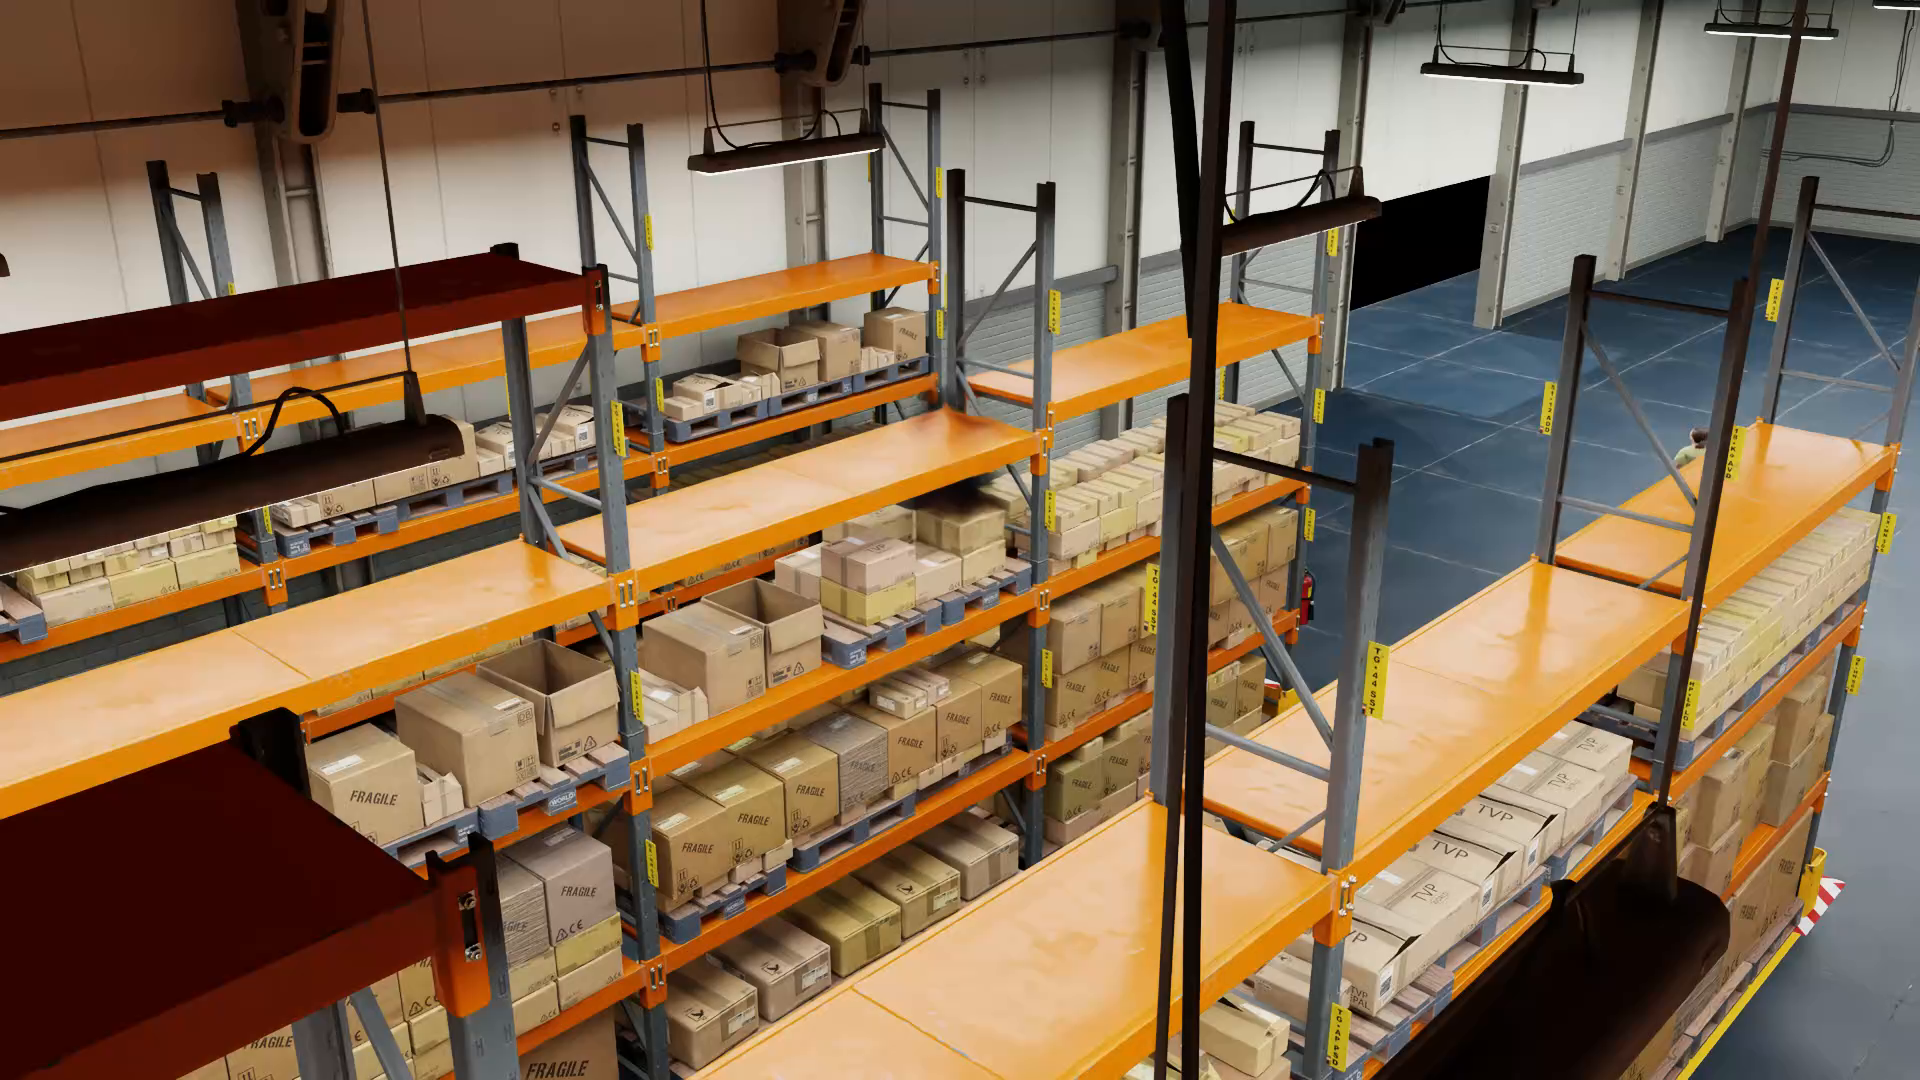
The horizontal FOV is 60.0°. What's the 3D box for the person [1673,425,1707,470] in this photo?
[{"bbox_3d":[9.444,-0.696,21.534,0.590,1.641,0.868,-3,21,-8],"label":"person"}]
